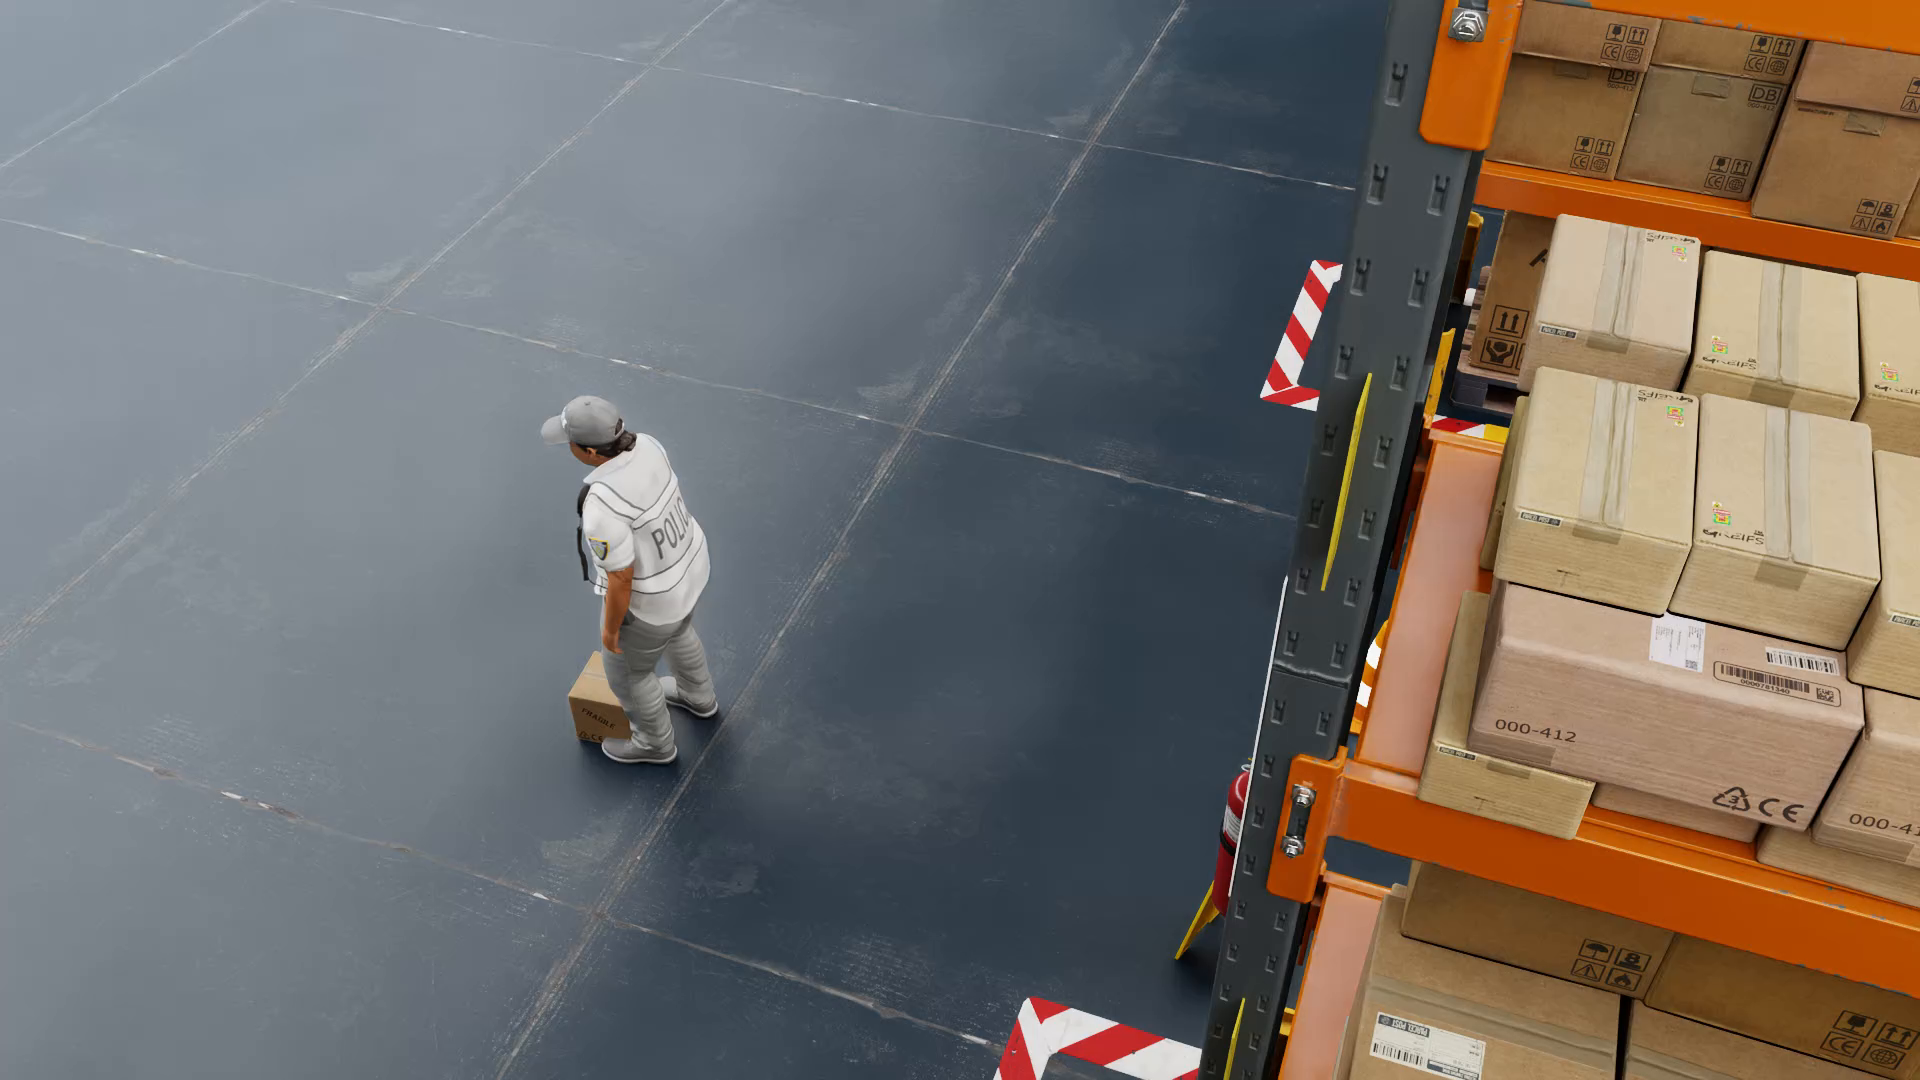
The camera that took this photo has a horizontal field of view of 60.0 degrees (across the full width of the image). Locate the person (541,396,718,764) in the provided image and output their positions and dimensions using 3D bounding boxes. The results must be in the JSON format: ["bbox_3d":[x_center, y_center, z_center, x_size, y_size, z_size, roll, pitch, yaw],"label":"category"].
[{"bbox_3d":[-1.148,0.154,5.982,0.469,1.666,0.563,11,43,12],"label":"person"}]
